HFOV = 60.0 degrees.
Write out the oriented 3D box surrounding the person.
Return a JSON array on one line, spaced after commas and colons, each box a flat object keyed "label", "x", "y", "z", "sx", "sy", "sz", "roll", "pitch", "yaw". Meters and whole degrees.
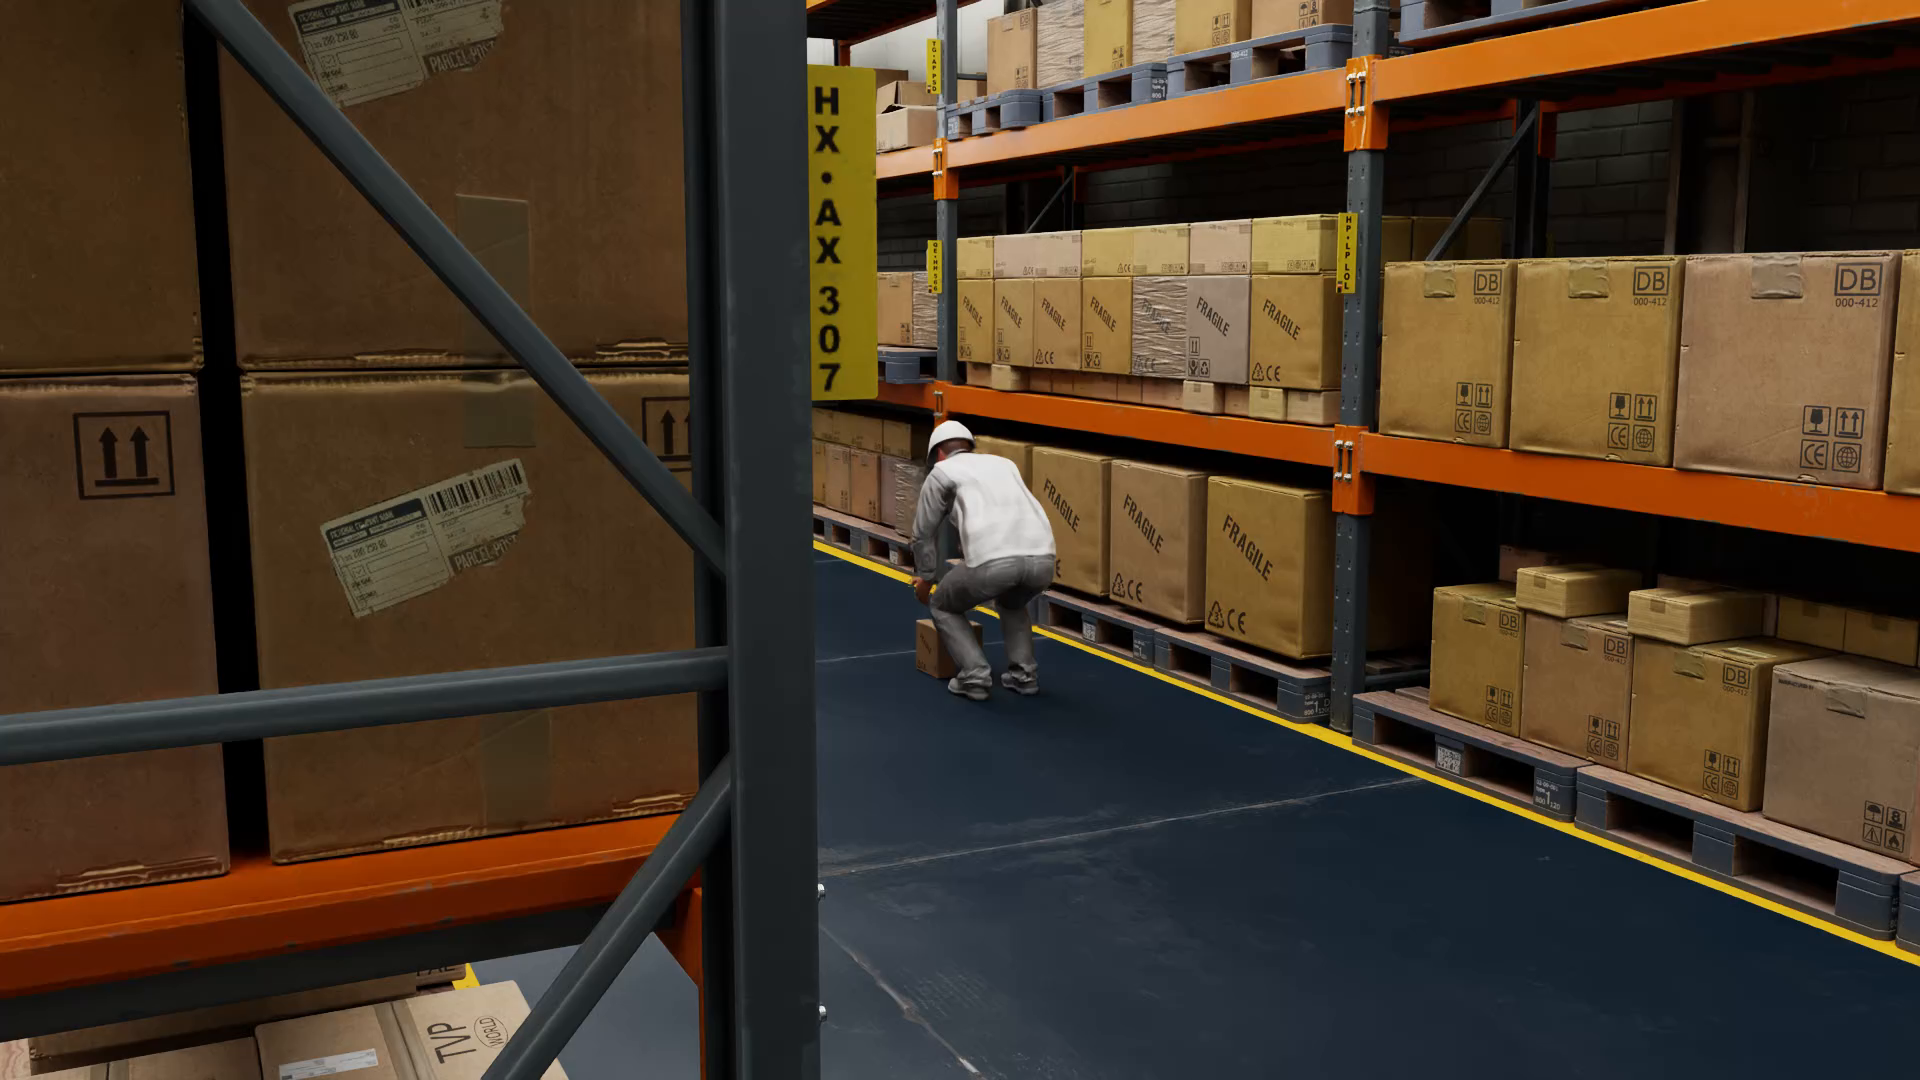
[{"label": "person", "x": 0.089, "y": 0.088, "z": 7.883, "sx": 0.582, "sy": 1.269, "sz": 0.834, "roll": -4, "pitch": 9, "yaw": -25}]
